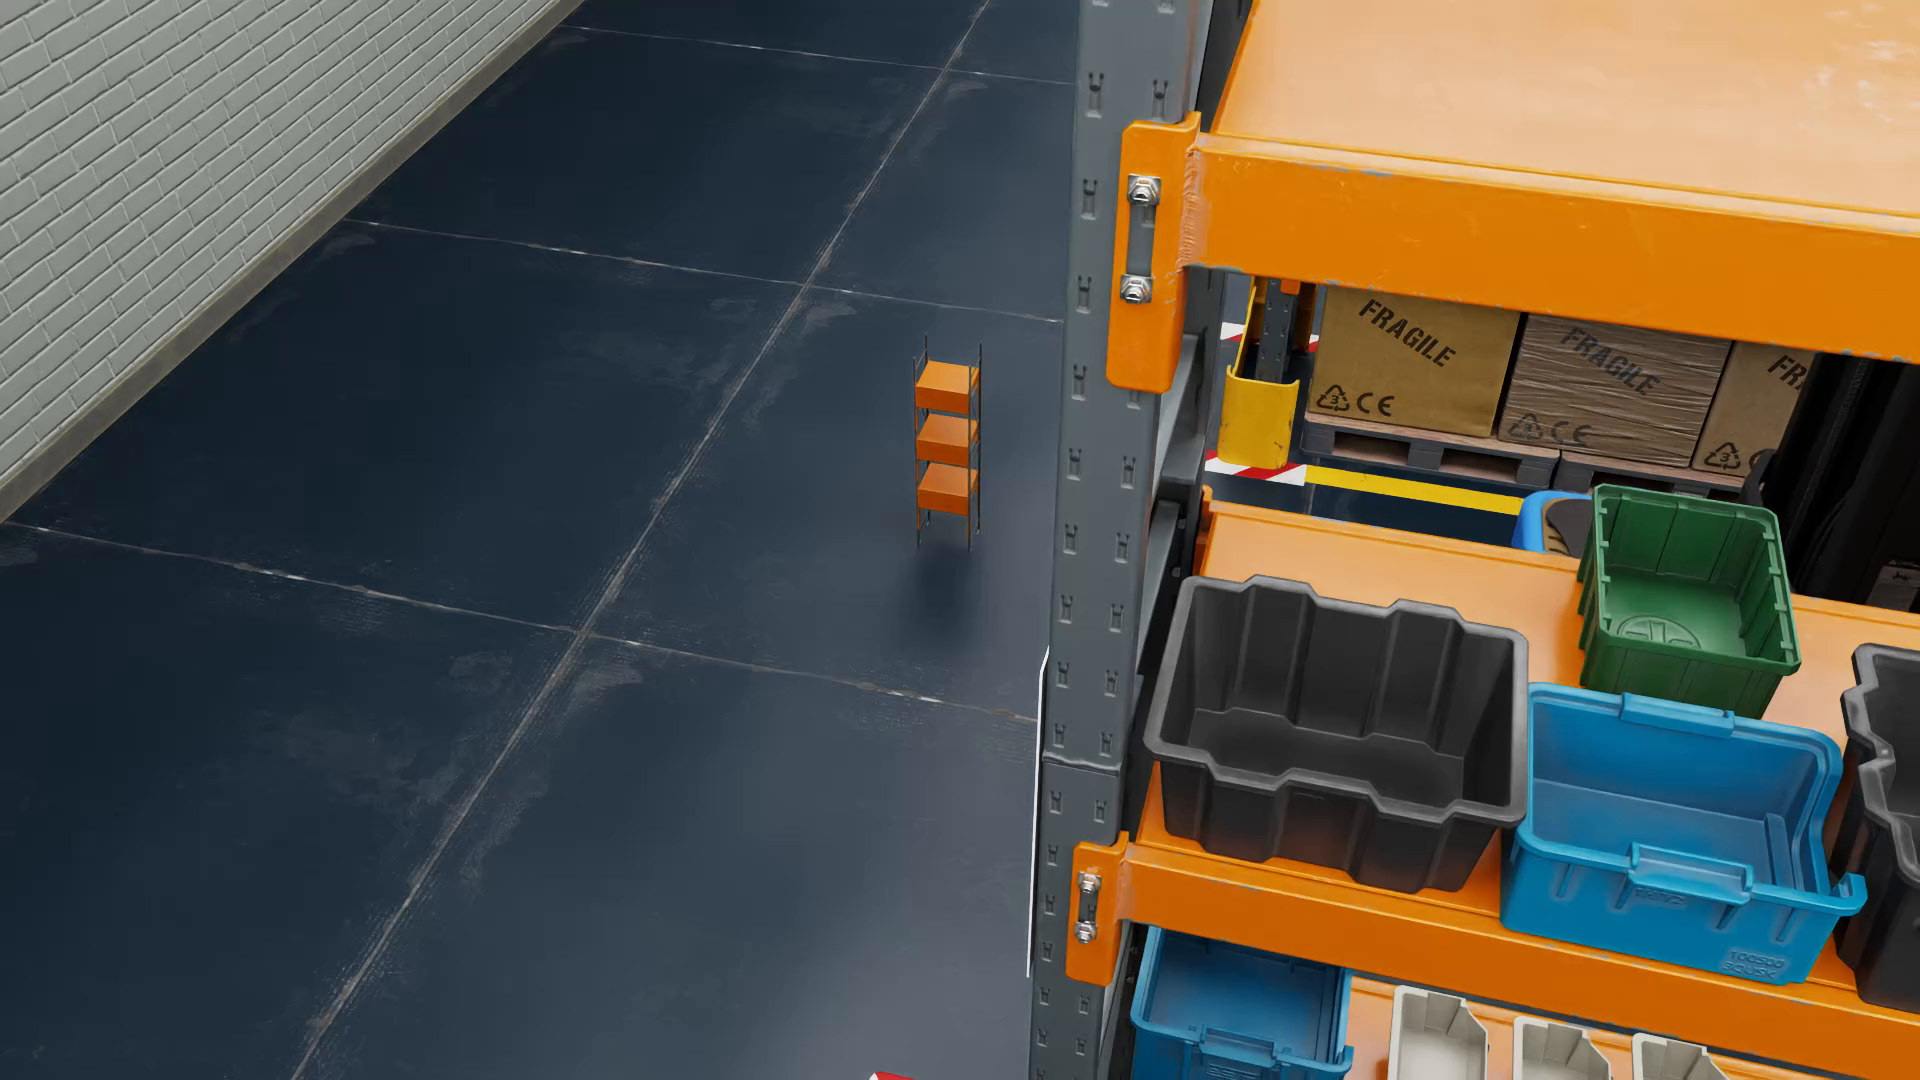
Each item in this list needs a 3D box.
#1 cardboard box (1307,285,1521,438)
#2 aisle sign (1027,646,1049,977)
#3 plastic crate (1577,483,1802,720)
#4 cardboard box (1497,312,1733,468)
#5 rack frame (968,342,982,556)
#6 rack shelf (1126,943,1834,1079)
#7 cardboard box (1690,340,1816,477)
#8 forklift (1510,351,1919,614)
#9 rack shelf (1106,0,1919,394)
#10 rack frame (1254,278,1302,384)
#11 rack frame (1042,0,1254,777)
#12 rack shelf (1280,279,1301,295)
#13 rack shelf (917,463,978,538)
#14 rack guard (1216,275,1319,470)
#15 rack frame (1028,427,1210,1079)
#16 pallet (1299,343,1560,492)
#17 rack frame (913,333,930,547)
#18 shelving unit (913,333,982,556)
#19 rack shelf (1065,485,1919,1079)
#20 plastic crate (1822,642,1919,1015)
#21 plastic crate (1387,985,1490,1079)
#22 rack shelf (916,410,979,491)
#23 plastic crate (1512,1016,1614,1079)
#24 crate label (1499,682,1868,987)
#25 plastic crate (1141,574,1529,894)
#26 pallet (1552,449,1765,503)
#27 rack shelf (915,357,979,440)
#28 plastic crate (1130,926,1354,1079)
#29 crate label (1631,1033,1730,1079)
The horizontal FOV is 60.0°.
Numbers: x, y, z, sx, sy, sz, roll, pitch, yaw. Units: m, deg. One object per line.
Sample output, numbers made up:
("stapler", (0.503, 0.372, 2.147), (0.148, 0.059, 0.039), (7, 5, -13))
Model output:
("cardboard box", (2.242, -1.161, 8.150), (0.875, 0.875, 0.875), (10, 41, 11))
("aisle sign", (0.176, 0.383, 2.964), (0.004, 0.787, 0.394), (10, 41, 11))
("plastic crate", (1.349, 0.125, 3.125), (0.336, 0.188, 0.450), (10, 41, 11))
("cardboard box", (3.121, -1.010, 7.970), (0.875, 0.875, 0.875), (10, 41, 11))
("rack frame", (0.066, -0.391, 7.423), (0.008, 1.050, 0.200), (10, 41, 11))
("rack shelf", (2.255, 1.814, 3.841), (4.000, 0.370, 1.077), (10, 41, 11))
("cardboard box", (3.981, -0.862, 7.794), (0.875, 0.875, 0.875), (10, 41, 11))
("forklift", (3.510, 0.011, 5.482), (3.031, 2.935, 1.130), (8, 41, 10))
("rack shelf", (2.255, -0.330, 2.041), (4.000, 0.370, 1.077), (10, 41, 11))
("rack frame", (1.603, -1.871, 7.670), (0.127, 3.000, 1.000), (10, 41, 11))
("rack frame", (0.323, -1.091, 2.076), (0.127, 3.000, 1.000), (10, 41, 11))
("rack shelf", (3.535, -1.263, 7.505), (4.000, 0.370, 1.077), (10, 41, 11))
("rack shelf", (-0.052, -0.190, 7.633), (0.240, 0.259, 0.215), (10, 41, 11))
("rack guard", (1.580, -0.918, 8.478), (0.348, 0.500, 1.175), (10, 41, 11))
("rack frame", (0.323, 1.206, 4.006), (0.127, 3.000, 1.000), (10, 41, 11))
("pallet", (2.395, -0.719, 8.466), (1.213, 0.211, 1.003), (10, 41, 11))
("rack frame", (-0.170, -0.431, 7.472), (0.008, 1.050, 0.200), (10, 41, 11))
("shelving unit", (-0.052, -0.411, 7.448), (0.252, 1.050, 0.215), (10, 41, 11))
("rack shelf", (2.255, 0.666, 2.877), (4.000, 0.370, 1.077), (10, 41, 11))
("plastic crate", (1.727, 0.506, 2.555), (0.767, 0.338, 0.504), (10, 41, 11))
("plastic crate", (1.157, 1.307, 4.044), (0.243, 0.136, 0.396), (10, 41, 11))
("rack shelf", (-0.052, -0.403, 7.454), (0.240, 0.259, 0.215), (10, 41, 11))
("plastic crate", (1.433, 1.365, 3.976), (0.243, 0.136, 0.396), (10, 41, 11))
("crate label", (1.130, 0.469, 2.667), (0.502, 0.251, 0.408), (10, 41, 11))
("plastic crate", (0.622, 0.345, 2.801), (0.590, 0.269, 0.497), (10, 41, 11))
("pallet", (3.570, -0.514, 8.223), (1.213, 0.211, 1.003), (10, 41, 11))
("rack shelf", (-0.052, -0.620, 7.272), (0.240, 0.259, 0.215), (10, 41, 11))
("plastic crate", (0.694, 1.109, 4.047), (0.499, 0.435, 0.616), (10, 41, 11))
("crate label", (1.709, 1.396, 3.939), (0.243, 0.136, 0.396), (10, 41, 11))
